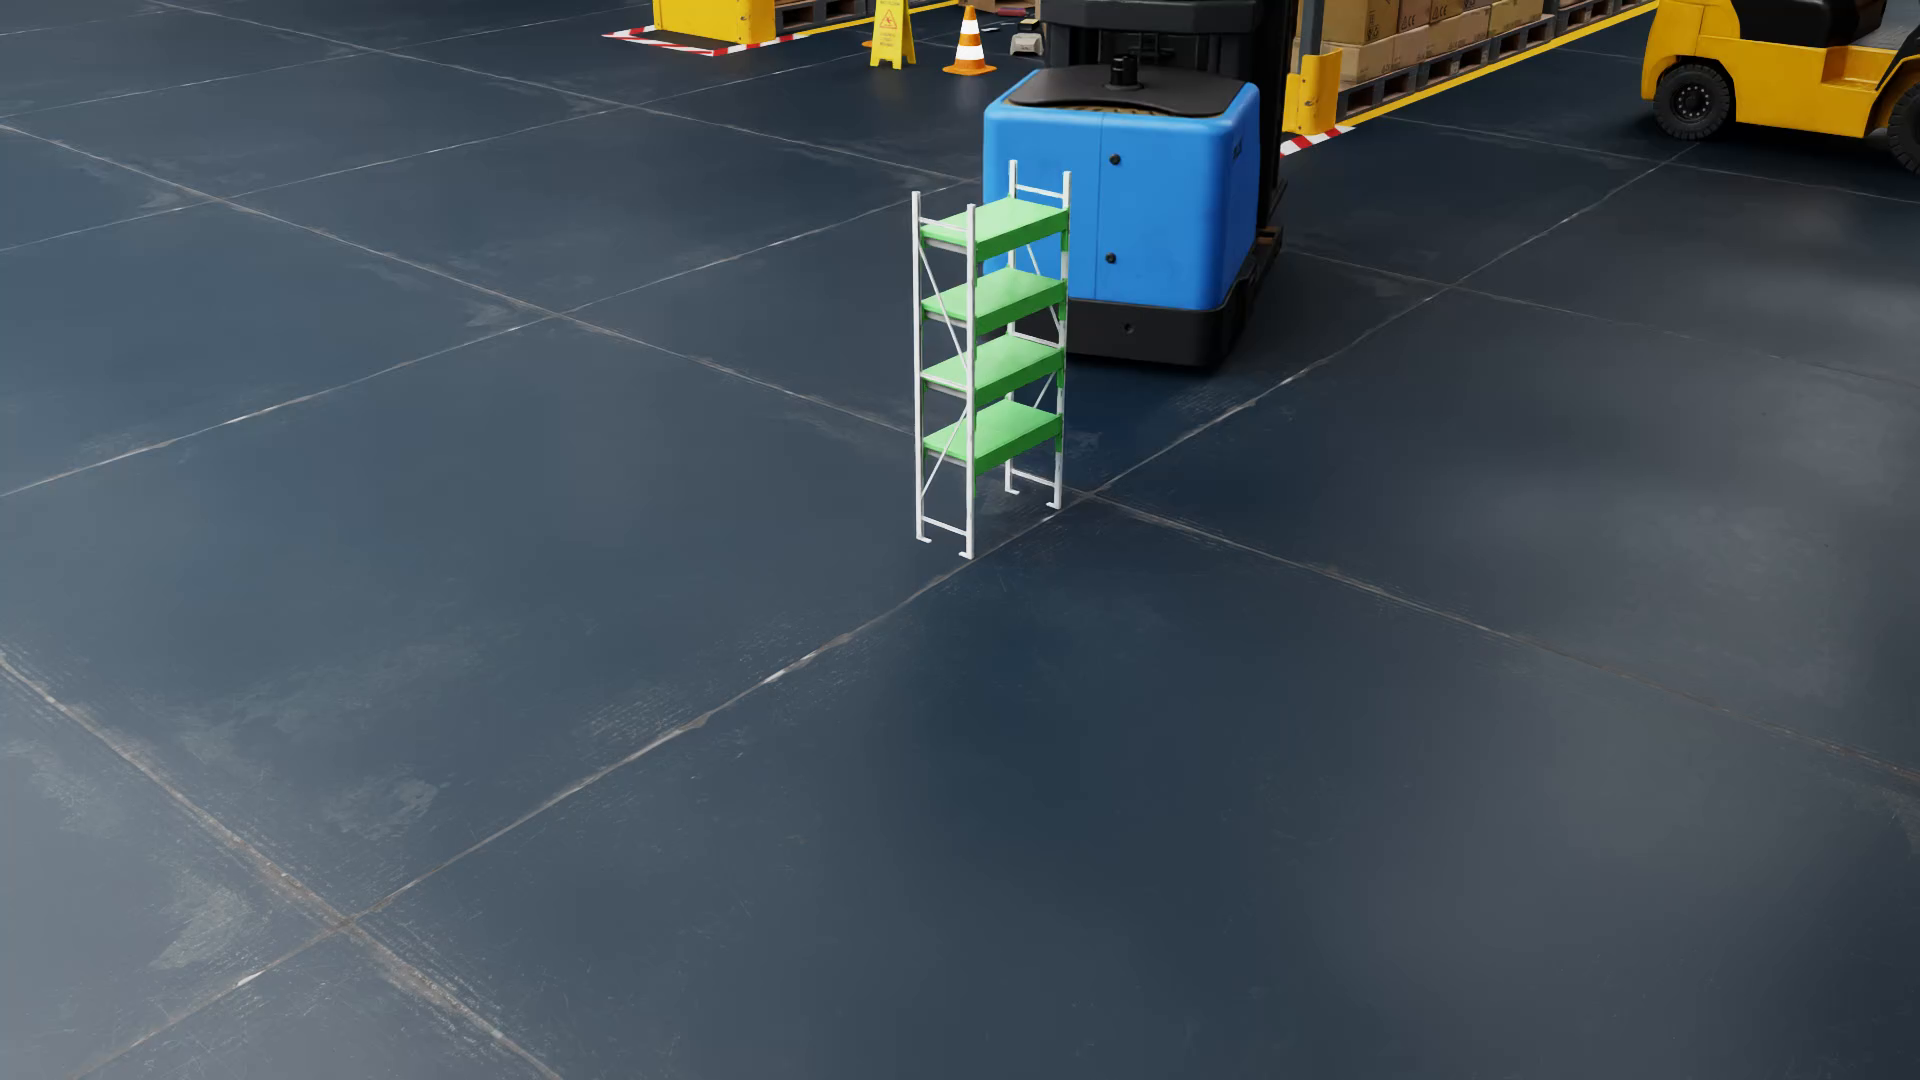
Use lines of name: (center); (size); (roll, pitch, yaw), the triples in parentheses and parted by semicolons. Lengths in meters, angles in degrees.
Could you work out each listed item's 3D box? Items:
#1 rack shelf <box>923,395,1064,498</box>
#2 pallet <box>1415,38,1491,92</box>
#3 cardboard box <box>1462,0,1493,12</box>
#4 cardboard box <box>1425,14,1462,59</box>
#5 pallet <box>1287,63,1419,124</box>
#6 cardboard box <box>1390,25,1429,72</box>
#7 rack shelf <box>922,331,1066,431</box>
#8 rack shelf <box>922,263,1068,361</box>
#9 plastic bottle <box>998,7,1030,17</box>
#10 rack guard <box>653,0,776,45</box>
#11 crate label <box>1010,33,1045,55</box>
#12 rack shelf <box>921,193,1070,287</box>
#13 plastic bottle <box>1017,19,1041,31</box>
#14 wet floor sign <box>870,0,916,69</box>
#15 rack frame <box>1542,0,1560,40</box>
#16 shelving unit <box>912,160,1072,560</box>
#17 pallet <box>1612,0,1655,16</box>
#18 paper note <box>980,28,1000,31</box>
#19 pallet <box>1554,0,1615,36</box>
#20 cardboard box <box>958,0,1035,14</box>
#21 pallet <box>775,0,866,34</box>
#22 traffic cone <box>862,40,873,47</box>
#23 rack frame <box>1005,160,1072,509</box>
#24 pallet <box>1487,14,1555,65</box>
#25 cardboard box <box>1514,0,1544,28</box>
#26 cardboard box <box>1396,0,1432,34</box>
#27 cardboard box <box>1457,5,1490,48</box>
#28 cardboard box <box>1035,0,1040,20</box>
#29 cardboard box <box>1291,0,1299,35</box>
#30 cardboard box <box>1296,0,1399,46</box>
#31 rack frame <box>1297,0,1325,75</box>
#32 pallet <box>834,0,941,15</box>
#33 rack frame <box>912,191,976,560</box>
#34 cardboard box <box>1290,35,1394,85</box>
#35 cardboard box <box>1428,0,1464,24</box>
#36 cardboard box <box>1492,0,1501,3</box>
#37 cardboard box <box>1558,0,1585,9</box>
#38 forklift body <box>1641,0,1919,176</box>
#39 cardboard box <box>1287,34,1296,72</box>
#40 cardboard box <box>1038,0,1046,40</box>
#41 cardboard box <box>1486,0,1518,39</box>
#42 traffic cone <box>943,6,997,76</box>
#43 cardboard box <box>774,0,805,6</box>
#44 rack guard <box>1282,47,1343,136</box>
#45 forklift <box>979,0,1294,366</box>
rack shelf: (0.105, -0.322, 5.634); (0.258, 0.148, 0.480); (21, 34, 34)
pallet: (3.237, -3.618, 12.420); (1.003, 0.211, 1.213); (21, 34, 34)
cardboard box: (3.597, -4.187, 12.205); (0.500, 0.500, 0.500); (23, 35, 37)
cardboard box: (3.262, -3.667, 12.016); (0.500, 0.250, 0.500); (24, 35, 38)
pallet: (2.460, -3.187, 11.587); (1.003, 0.211, 1.213); (21, 34, 34)
cardboard box: (2.925, -3.470, 11.635); (0.500, 0.250, 0.500); (22, 35, 36)
rack shelf: (0.105, -0.535, 5.523); (0.258, 0.148, 0.480); (21, 34, 34)
rack shelf: (0.105, -0.748, 5.413); (0.258, 0.148, 0.480); (21, 34, 34)
plastic bottle: (0.481, -4.591, 14.463); (0.283, 0.061, 0.133); (9, 29, 17)
rack guard: (-2.031, -4.413, 13.643); (1.175, 0.500, 0.348); (21, 34, 34)
crate label: (0.525, -3.880, 13.007); (0.250, 0.136, 0.298); (4, 28, 8)
rack shelf: (0.105, -0.961, 5.303); (0.258, 0.148, 0.480); (21, 34, 34)
plastic bottle: (0.587, -4.333, 13.965); (0.133, 0.061, 0.283); (9, 29, 17)
wet floor sign: (-0.507, -3.897, 12.487); (0.267, 0.644, 0.232); (15, 31, 26)
rack frame: (4.412, -5.539, 13.099); (1.000, 3.000, 0.127); (21, 34, 34)
shelving unit: (0.105, -0.592, 5.494); (0.258, 1.200, 0.503); (21, 34, 34)
pallet: (5.682, -5.012, 15.114); (1.003, 0.211, 1.213); (21, 34, 34)
paper note: (0.265, -4.257, 13.854); (0.142, 0.017, 0.144); (-15, 31, -27)
pallet: (4.906, -4.577, 14.274); (1.003, 0.211, 1.213); (21, 34, 34)
cardboard box: (0.333, -4.991, 14.756); (0.500, 0.500, 0.500); (-21, 34, -35)
pallet: (-1.568, -4.600, 14.318); (1.003, 0.211, 1.213); (21, 34, 34)
traffic cone: (-0.582, -4.178, 13.229); (0.336, 0.463, 0.334); (21, 34, 34)
rack frame: (0.260, -0.678, 5.661); (0.240, 1.200, 0.015); (21, 34, 34)
pallet: (4.012, -4.052, 13.259); (1.003, 0.211, 1.213); (21, 34, 34)
cardboard box: (4.244, -4.216, 13.077); (0.500, 0.250, 0.500); (23, 35, 37)
cardboard box: (2.938, -3.820, 11.495); (0.500, 0.500, 0.500); (19, 33, 33)
cardboard box: (3.586, -3.846, 12.361); (0.500, 0.250, 0.500); (21, 34, 35)
cardboard box: (0.856, -4.588, 14.236); (0.258, 0.266, 0.396); (-21, 34, -35)
cardboard box: (2.176, -3.780, 11.417); (0.500, 0.500, 0.500); (21, 34, 35)
cardboard box: (2.609, -3.633, 11.134); (0.500, 0.500, 0.500); (19, 33, 33)
rack frame: (1.868, -4.121, 10.358); (1.000, 3.000, 0.127); (21, 34, 34)
pallet: (-0.791, -5.030, 15.150); (1.003, 0.211, 1.213); (21, 34, 34)
rack frame: (-0.050, -0.505, 5.327); (0.240, 1.200, 0.015); (21, 34, 34)
cardboard box: (2.594, -3.291, 11.289); (0.500, 0.250, 0.500); (20, 34, 34)
cardboard box: (3.264, -3.995, 11.834); (0.500, 0.500, 0.500); (22, 34, 35)
cardboard box: (3.921, -4.368, 12.555); (0.500, 0.500, 0.500); (21, 34, 35)
cardboard box: (4.744, -4.745, 13.967); (0.950, 0.372, 0.625); (21, 34, 35)
forklift body: (5.499, -3.500, 10.081); (2.313, 2.155, 1.214); (21, 34, 34)
cardboard box: (2.190, -3.460, 11.615); (0.500, 0.250, 0.500); (21, 34, 34)
cardboard box: (1.032, -4.375, 13.565); (0.797, 0.503, 0.637); (0, 27, 0)
cardboard box: (3.913, -4.025, 12.707); (0.500, 0.250, 0.500); (20, 33, 33)
traffic cone: (0.073, -3.728, 12.358); (0.336, 0.463, 0.334); (21, 34, 34)
cardboard box: (-1.636, -5.034, 13.979); (0.875, 0.875, 0.875); (21, 34, 35)
rack guard: (1.916, -3.038, 10.984); (1.175, 0.500, 0.348); (21, 34, 34)
forklift: (1.003, -2.681, 7.648); (1.130, 2.935, 3.031); (8, 28, 15)
